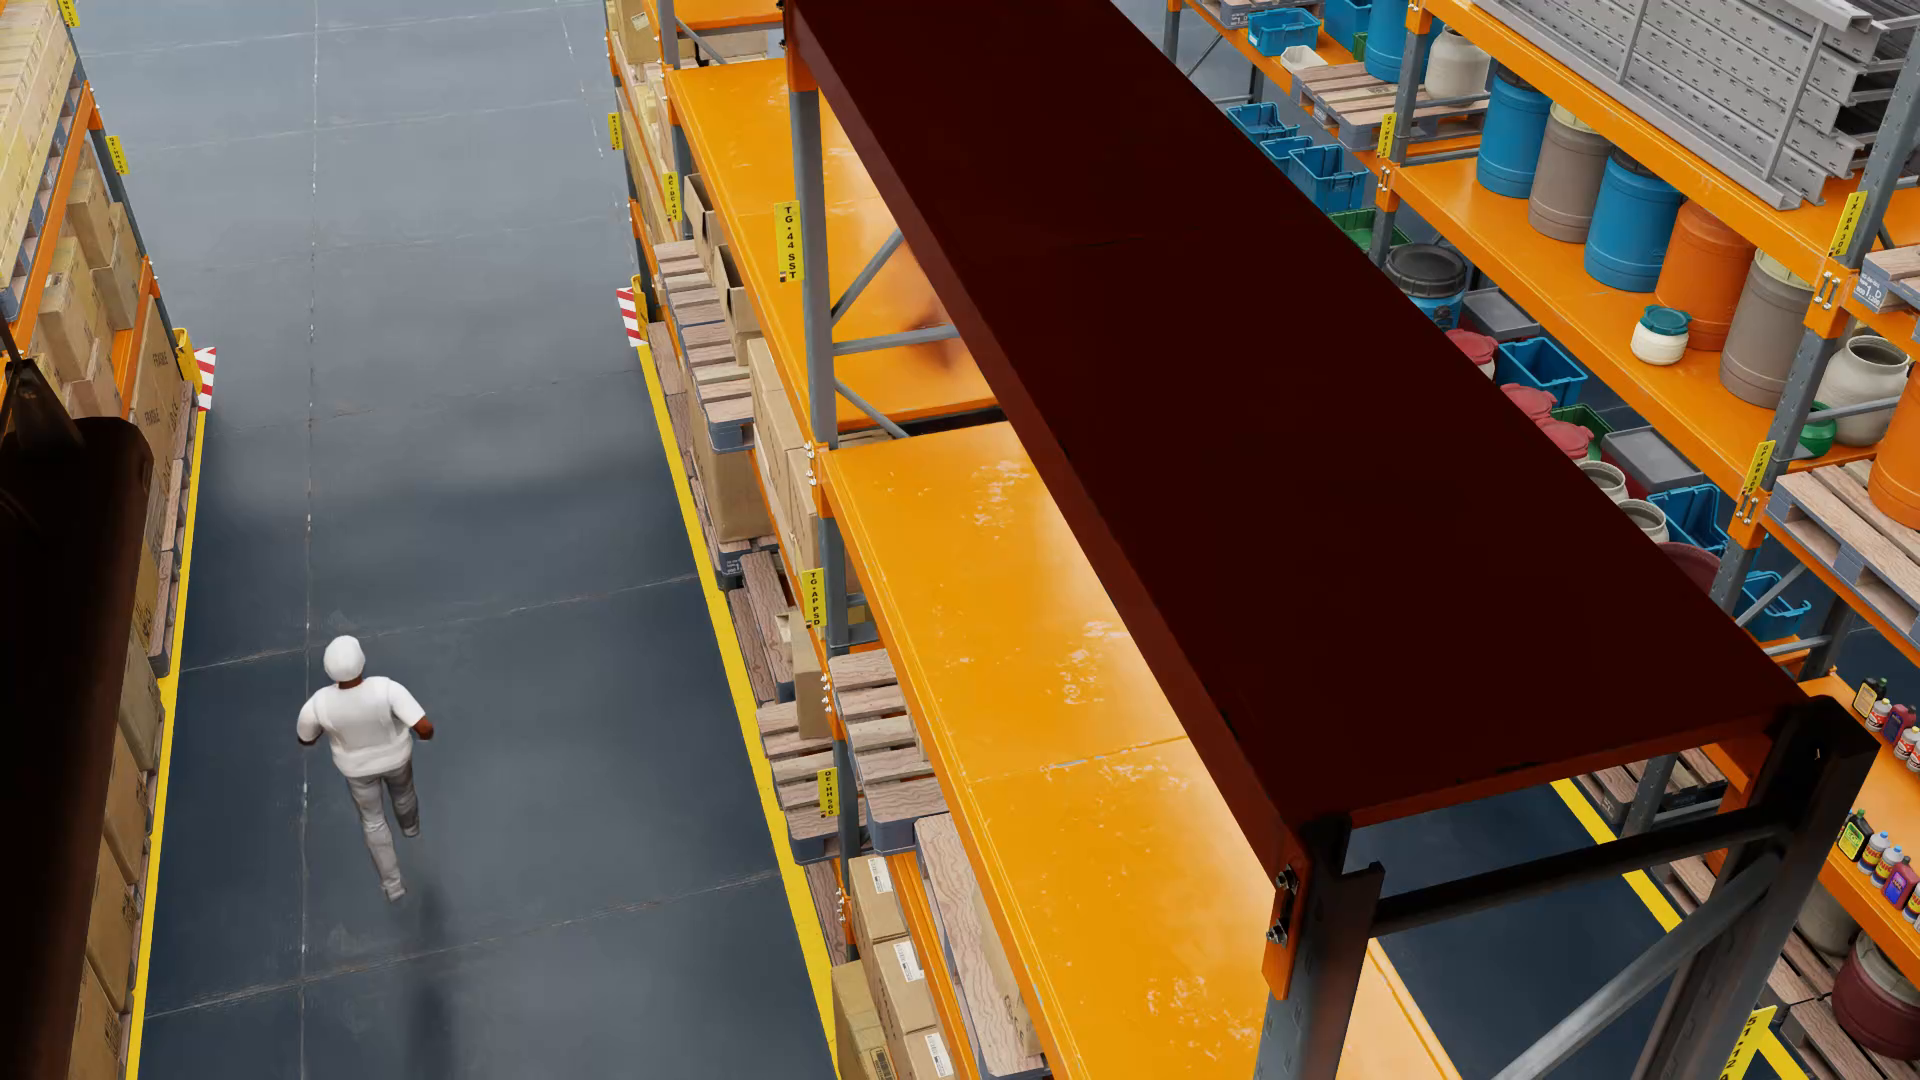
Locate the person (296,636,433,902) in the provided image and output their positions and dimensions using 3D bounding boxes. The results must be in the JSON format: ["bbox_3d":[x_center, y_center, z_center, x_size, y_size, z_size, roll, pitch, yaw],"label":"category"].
[{"bbox_3d":[-3.305,1.224,9.401,0.708,1.794,0.902,-13,40,-16],"label":"person"}]
